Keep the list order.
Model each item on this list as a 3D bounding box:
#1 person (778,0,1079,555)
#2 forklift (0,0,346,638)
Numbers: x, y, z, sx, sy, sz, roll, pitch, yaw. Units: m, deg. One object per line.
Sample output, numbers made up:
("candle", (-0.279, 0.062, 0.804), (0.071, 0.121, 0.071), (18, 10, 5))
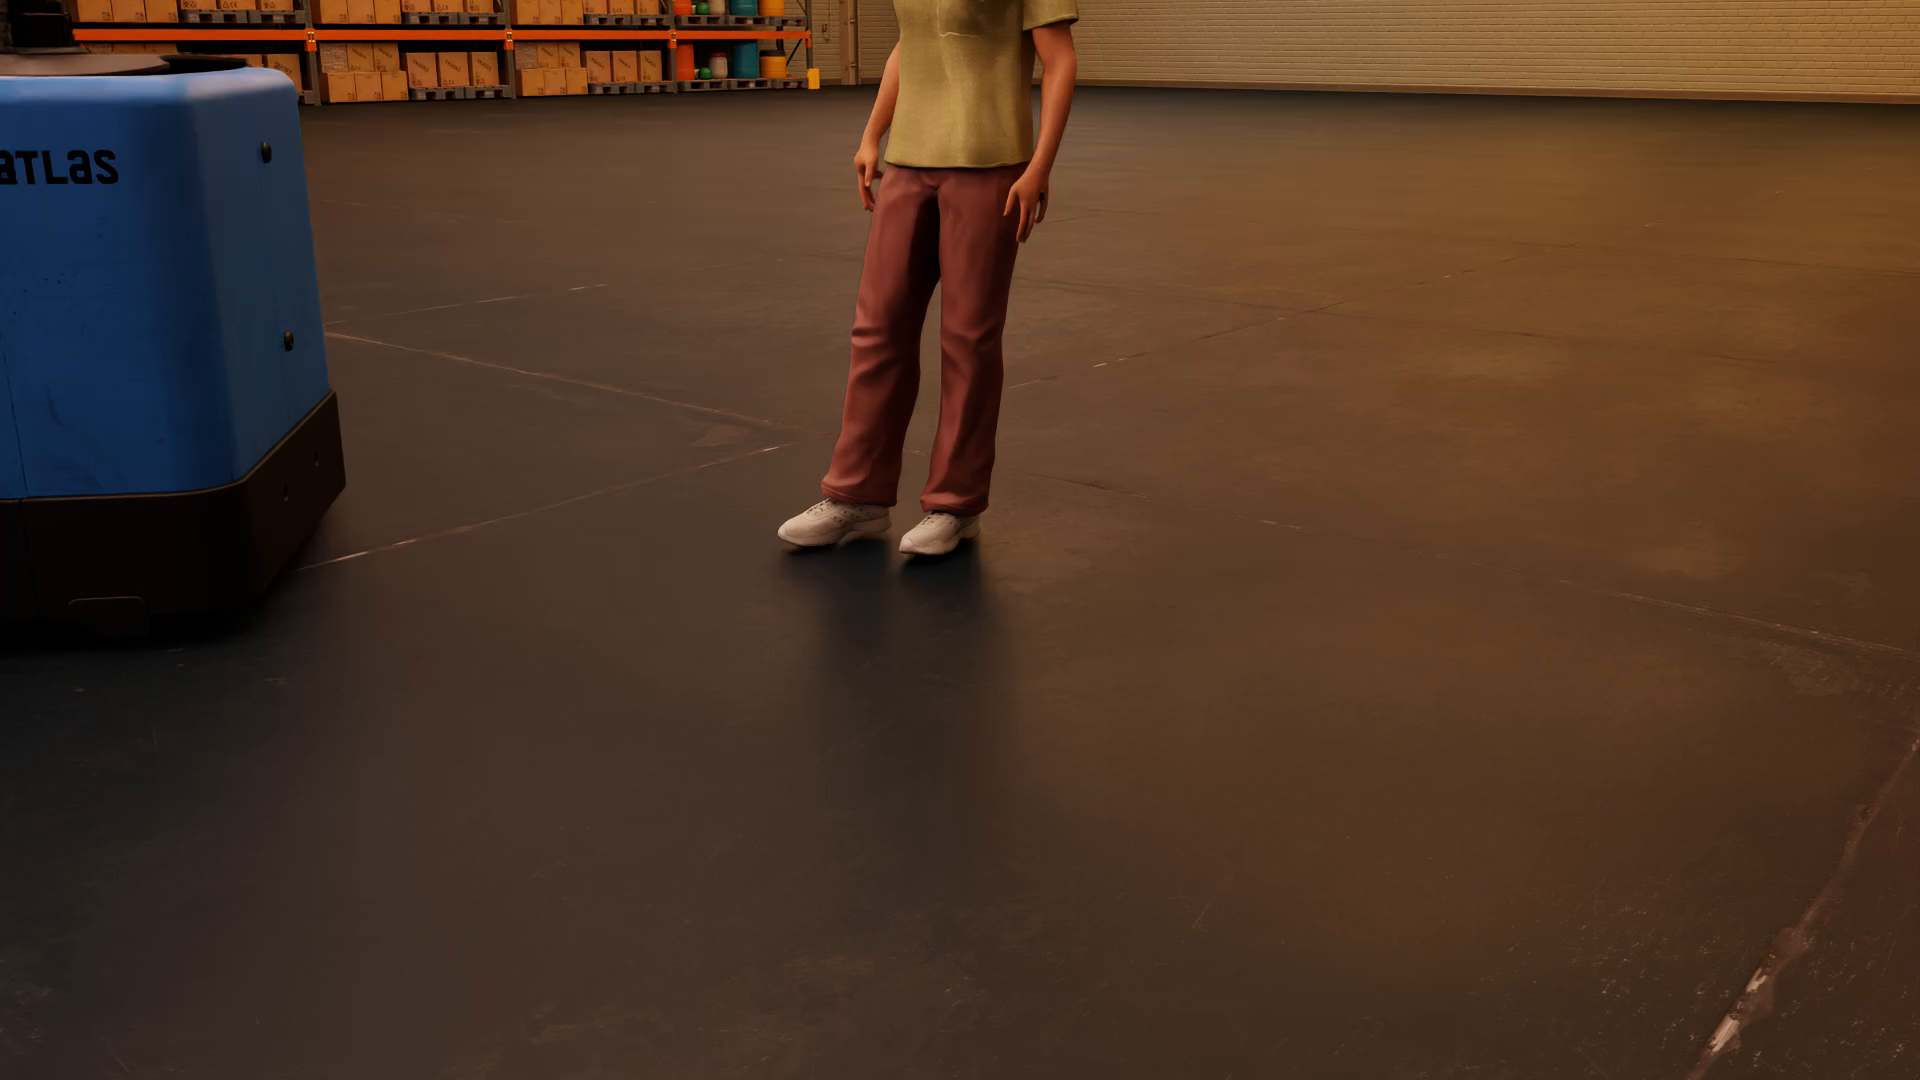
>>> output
("person", (-0.056, -0.794, 3.648), (0.554, 1.673, 0.548), (13, 21, 37))
("forklift", (-2.962, -1.280, 3.113), (3.031, 2.935, 1.130), (-3, 17, -8))
